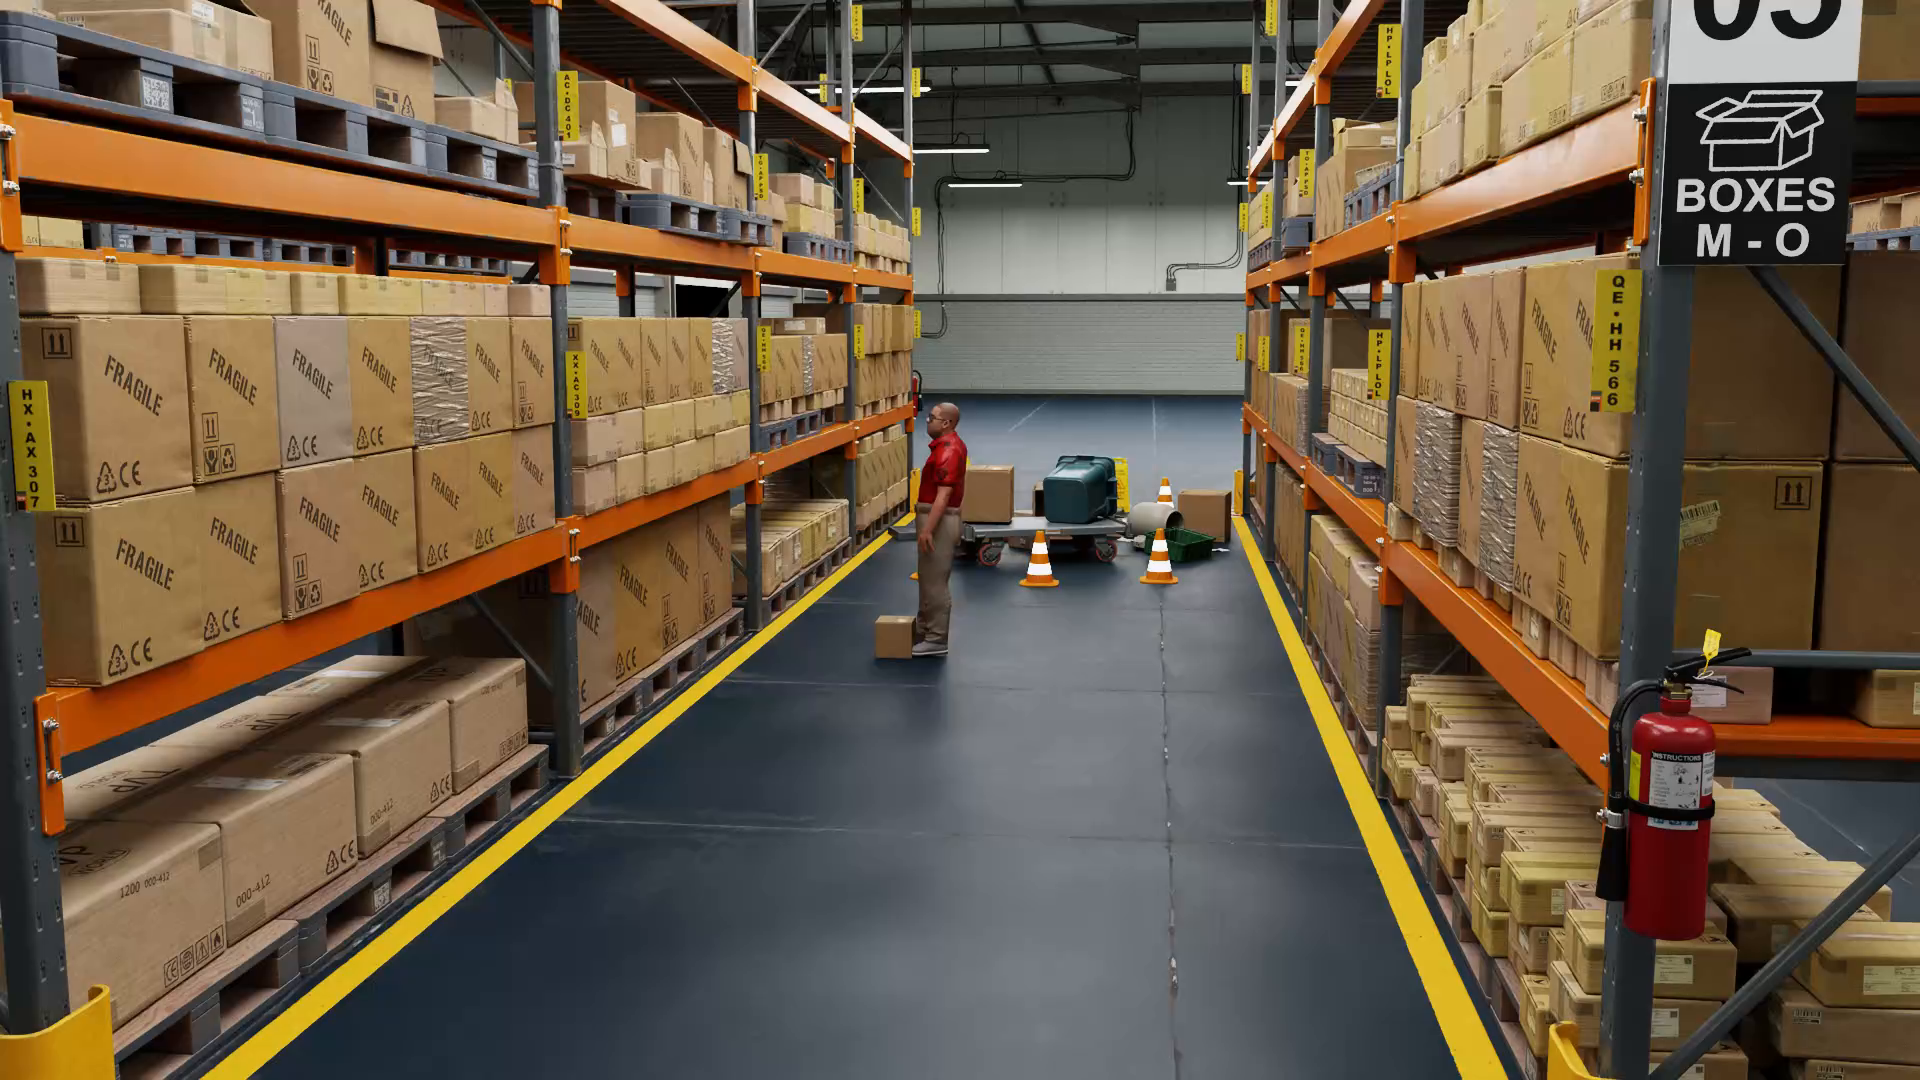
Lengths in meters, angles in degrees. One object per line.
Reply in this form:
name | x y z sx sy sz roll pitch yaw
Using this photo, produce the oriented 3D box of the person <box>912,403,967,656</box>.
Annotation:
person | -0.237 -0.075 11.347 0.550 1.728 0.642 1 8 6
